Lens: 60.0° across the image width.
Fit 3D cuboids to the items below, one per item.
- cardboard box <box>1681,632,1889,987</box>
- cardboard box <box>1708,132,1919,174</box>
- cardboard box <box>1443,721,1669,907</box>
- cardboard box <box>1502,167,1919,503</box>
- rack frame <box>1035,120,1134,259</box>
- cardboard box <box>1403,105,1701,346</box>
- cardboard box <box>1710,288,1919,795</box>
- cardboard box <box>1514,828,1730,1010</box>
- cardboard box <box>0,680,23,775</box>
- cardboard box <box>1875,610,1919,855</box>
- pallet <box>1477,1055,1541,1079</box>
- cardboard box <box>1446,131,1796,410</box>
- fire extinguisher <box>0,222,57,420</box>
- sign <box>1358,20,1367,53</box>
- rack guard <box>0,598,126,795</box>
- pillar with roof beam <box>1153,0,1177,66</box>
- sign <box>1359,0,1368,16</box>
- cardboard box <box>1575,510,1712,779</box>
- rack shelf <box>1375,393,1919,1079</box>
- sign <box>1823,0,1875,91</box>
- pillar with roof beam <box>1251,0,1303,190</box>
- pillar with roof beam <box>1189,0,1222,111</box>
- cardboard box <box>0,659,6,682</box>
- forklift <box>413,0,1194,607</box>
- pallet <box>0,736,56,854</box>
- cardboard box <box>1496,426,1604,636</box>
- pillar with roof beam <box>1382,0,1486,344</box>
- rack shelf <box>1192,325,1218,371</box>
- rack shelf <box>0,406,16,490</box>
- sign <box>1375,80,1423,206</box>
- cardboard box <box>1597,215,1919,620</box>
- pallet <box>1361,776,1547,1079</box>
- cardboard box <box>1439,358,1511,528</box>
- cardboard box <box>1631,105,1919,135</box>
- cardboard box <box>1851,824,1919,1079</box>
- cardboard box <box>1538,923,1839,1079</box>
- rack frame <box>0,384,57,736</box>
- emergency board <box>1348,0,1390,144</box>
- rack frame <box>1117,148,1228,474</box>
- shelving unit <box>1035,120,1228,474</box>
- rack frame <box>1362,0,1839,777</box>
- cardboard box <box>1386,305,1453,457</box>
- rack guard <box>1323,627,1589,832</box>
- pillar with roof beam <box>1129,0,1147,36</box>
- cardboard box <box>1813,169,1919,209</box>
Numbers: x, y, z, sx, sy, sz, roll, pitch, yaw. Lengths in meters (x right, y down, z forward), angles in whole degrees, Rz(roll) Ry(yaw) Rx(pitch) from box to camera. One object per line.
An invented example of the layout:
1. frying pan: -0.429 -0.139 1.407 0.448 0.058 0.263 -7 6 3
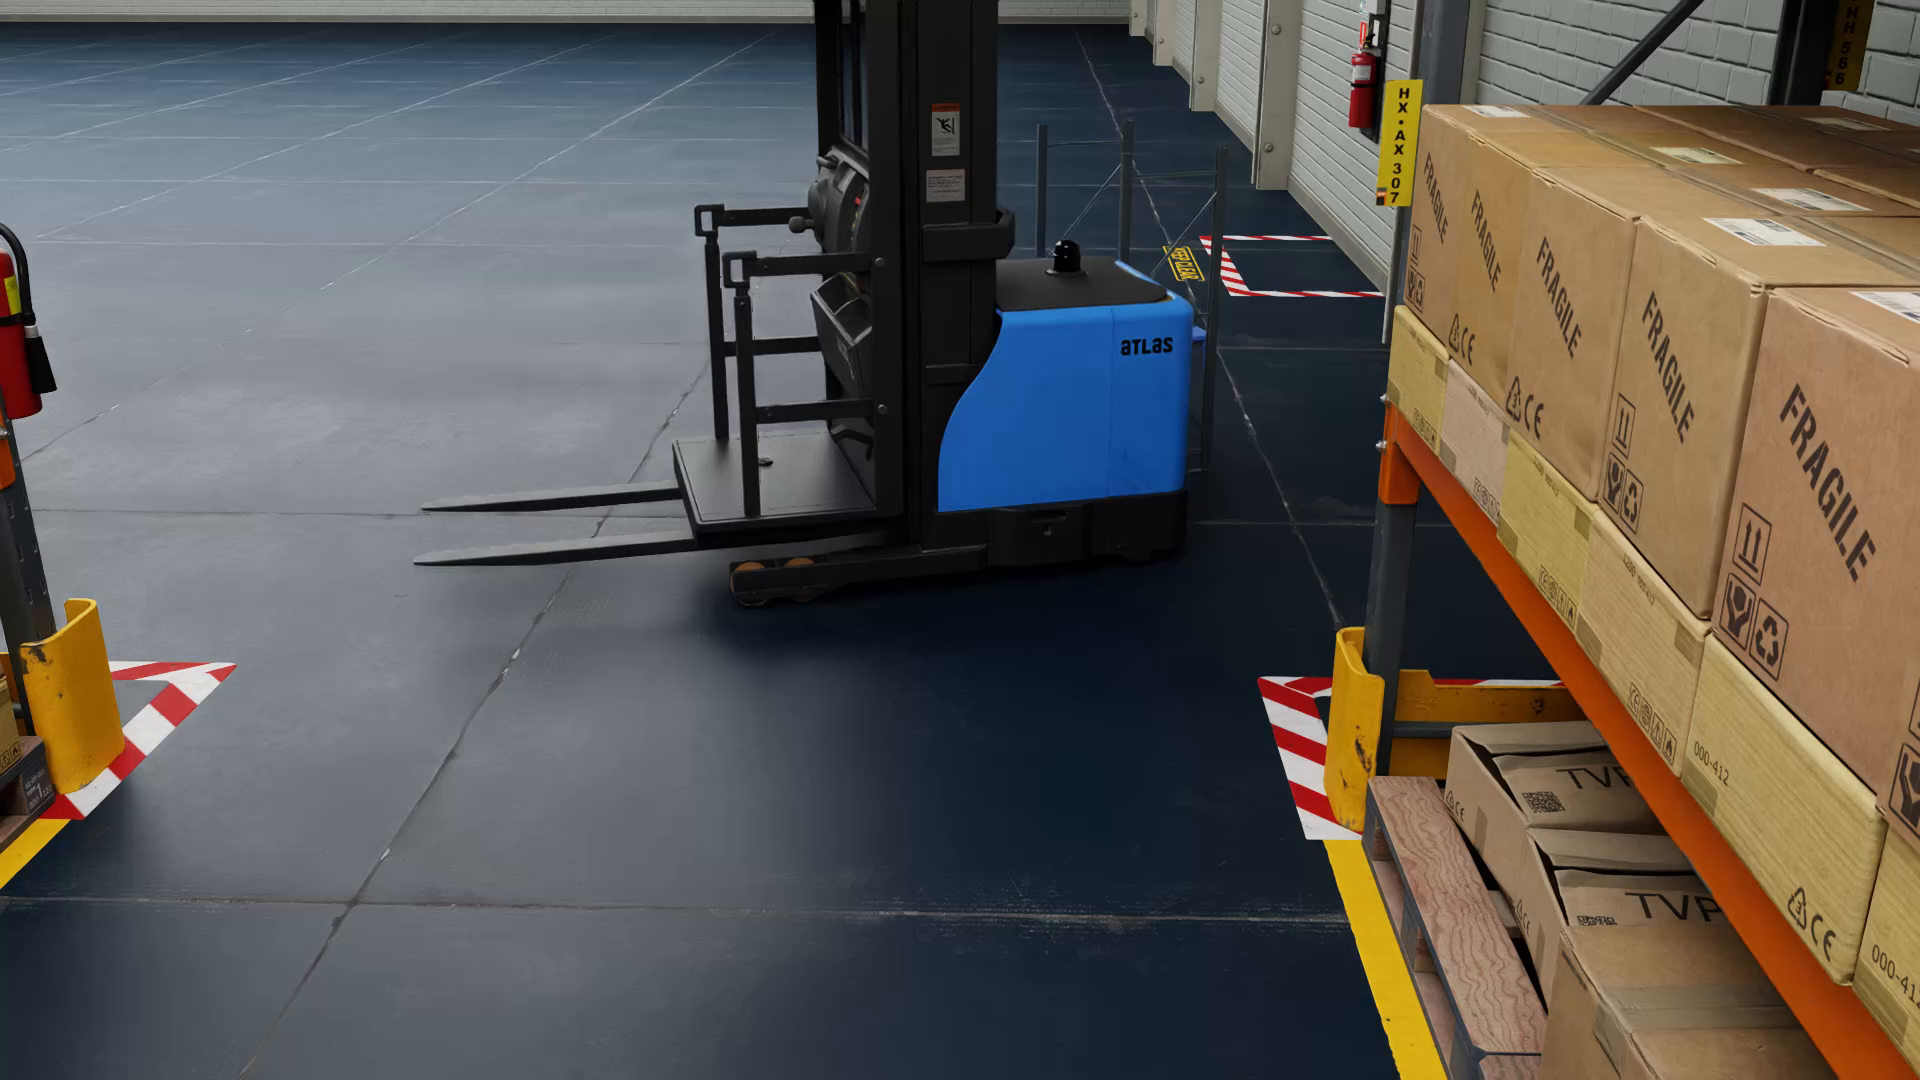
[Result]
1. cardboard box: 1.312 0.338 2.190 0.500 0.250 0.500 1 21 1
2. cardboard box: 1.872 -0.566 3.484 0.500 0.500 0.500 1 21 2
3. cardboard box: 1.588 0.666 4.275 0.500 0.311 0.500 -2 21 -4
4. cardboard box: 1.337 -0.386 3.020 0.500 0.500 0.500 0 21 0
5. rack frame: 0.618 -1.350 8.436 0.500 1.500 0.032 -7 22 -17
6. cardboard box: 1.384 -0.751 3.962 0.500 0.500 0.500 1 21 2
7. cardboard box: 1.318 -0.011 2.054 0.500 0.500 0.500 0 21 0
8. cardboard box: 1.571 0.872 3.744 0.500 0.311 0.500 2 21 6
9. cardboard box: -2.974 0.598 4.561 0.500 0.250 0.500 1 21 2
10. cardboard box: 1.292 0.171 1.585 0.500 0.500 0.500 1 21 1
11. pallet: 1.597 1.429 3.054 1.003 0.211 1.213 1 21 2
12. cardboard box: 1.359 -0.573 3.502 0.500 0.500 0.500 1 21 2
13. fire extinguisher: -2.785 -0.686 4.758 0.296 0.674 0.183 1 21 2
14. sign: 2.958 -3.647 12.232 0.001 0.329 0.234 1 21 2
15. rack guard: -3.252 0.472 5.122 1.175 0.500 0.348 1 21 2
16. pillar with roof beam: -1.031 -11.891 25.235 9.100 9.000 0.400 1 21 2
17. sign: 2.949 -3.893 12.132 0.001 0.109 0.331 1 21 2
18. cardboard box: 1.326 0.157 2.658 0.500 0.250 0.500 1 21 2
19. rack shelf: 1.638 0.427 2.777 1.077 0.370 4.000 1 21 2
20. sign: 2.253 -1.306 4.209 0.100 0.325 0.005 1 21 2
21. pillar with roof beam: -1.396 -7.552 14.053 9.100 9.000 0.400 1 21 2
22. pillar with roof beam: -1.213 -9.722 19.644 9.100 9.000 0.400 1 21 2
23. cardboard box: -2.972 0.249 4.425 0.500 0.500 0.500 1 21 2
24. forklift: -0.648 -1.322 6.384 3.031 2.935 1.130 -5 22 -13
25. pallet: -3.234 0.892 4.438 1.003 0.211 1.213 1 21 2
26. cardboard box: 1.344 -0.026 3.129 0.500 0.250 0.500 0 21 1
27. pillar with roof beam: -1.578 -5.383 8.462 9.100 9.000 0.400 1 21 2
28. rack shelf: 0.779 -1.008 8.051 0.538 0.185 1.000 -7 22 -17
29. rack shelf: -3.314 0.374 2.914 1.077 0.370 4.000 1 21 2
30. sign: 1.156 -1.041 4.369 0.100 0.325 0.005 1 21 2
31. cardboard box: 1.333 -0.199 2.539 0.500 0.500 0.500 1 21 3
32. pallet: 1.636 0.989 4.188 1.003 0.211 1.213 1 21 2
33. cardboard box: 1.365 -0.210 3.604 0.500 0.250 0.500 0 21 0
34. cardboard box: 1.897 -0.748 3.953 0.500 0.500 0.500 0 21 1
35. cardboard box: 1.312 0.520 1.721 0.500 0.250 0.500 1 21 2
36. cardboard box: 1.498 1.048 3.027 0.700 0.500 0.500 -1 21 -2
37. rack frame: -3.253 -0.685 4.647 1.000 3.000 0.127 1 21 2
38. emergency board: 2.838 -3.432 11.726 0.194 1.169 0.643 1 21 2
39. rack frame: 0.940 -1.001 7.537 0.500 1.500 0.032 -7 22 -17
40. shelving unit: 0.779 -1.176 7.986 0.538 1.500 1.048 -7 22 -17
41. rack frame: 1.699 -0.632 4.510 1.000 3.000 0.127 1 21 2
42. cardboard box: 1.367 -0.398 4.088 0.500 0.250 0.500 0 21 0
43. rack guard: 1.697 0.561 4.892 1.175 0.500 0.348 1 21 2
44. pillar with roof beam: -0.848 -14.060 30.826 9.100 9.000 0.400 1 21 2
45. cardboard box: 1.860 -0.379 3.002 0.500 0.500 0.500 0 21 0
